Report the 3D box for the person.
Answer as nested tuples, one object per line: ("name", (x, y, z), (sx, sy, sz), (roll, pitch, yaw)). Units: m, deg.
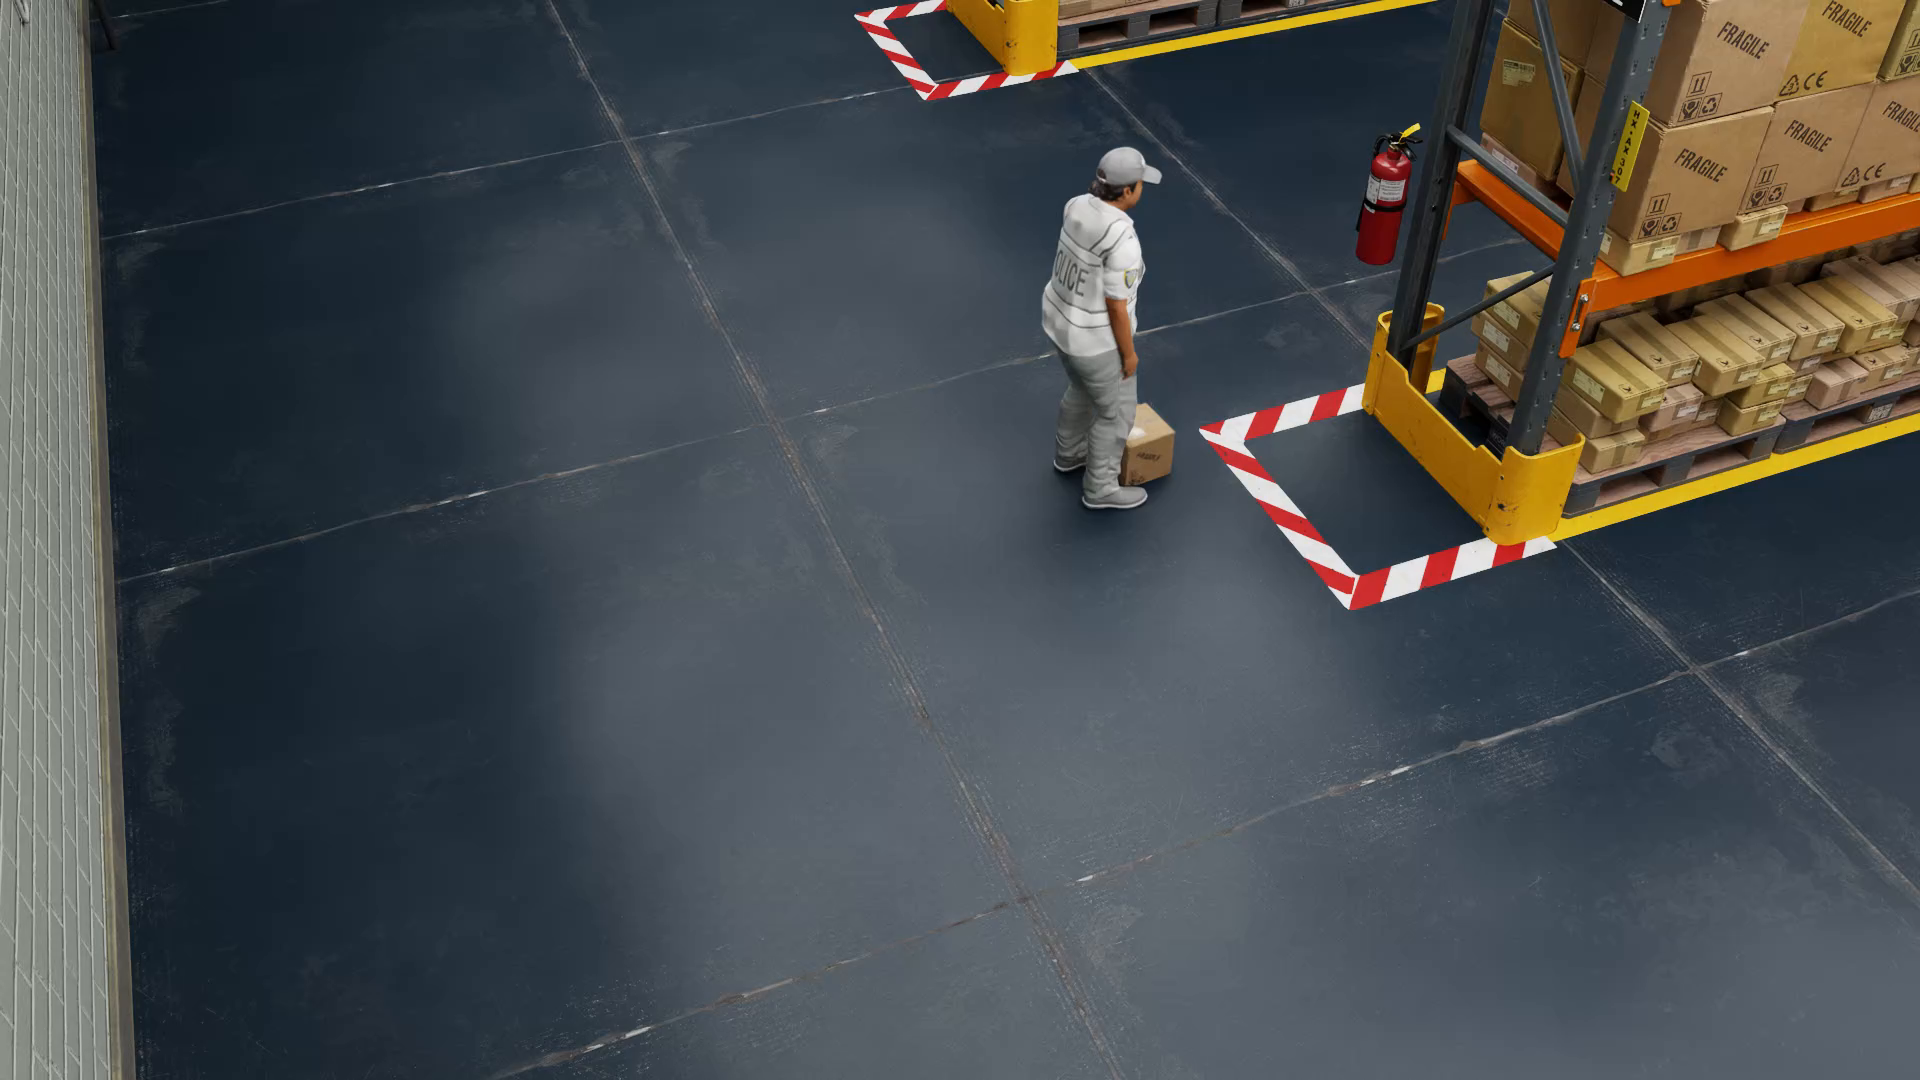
("person", (0.619, -0.905, 7.161), (0.458, 1.665, 0.546), (-17, 45, -18))
